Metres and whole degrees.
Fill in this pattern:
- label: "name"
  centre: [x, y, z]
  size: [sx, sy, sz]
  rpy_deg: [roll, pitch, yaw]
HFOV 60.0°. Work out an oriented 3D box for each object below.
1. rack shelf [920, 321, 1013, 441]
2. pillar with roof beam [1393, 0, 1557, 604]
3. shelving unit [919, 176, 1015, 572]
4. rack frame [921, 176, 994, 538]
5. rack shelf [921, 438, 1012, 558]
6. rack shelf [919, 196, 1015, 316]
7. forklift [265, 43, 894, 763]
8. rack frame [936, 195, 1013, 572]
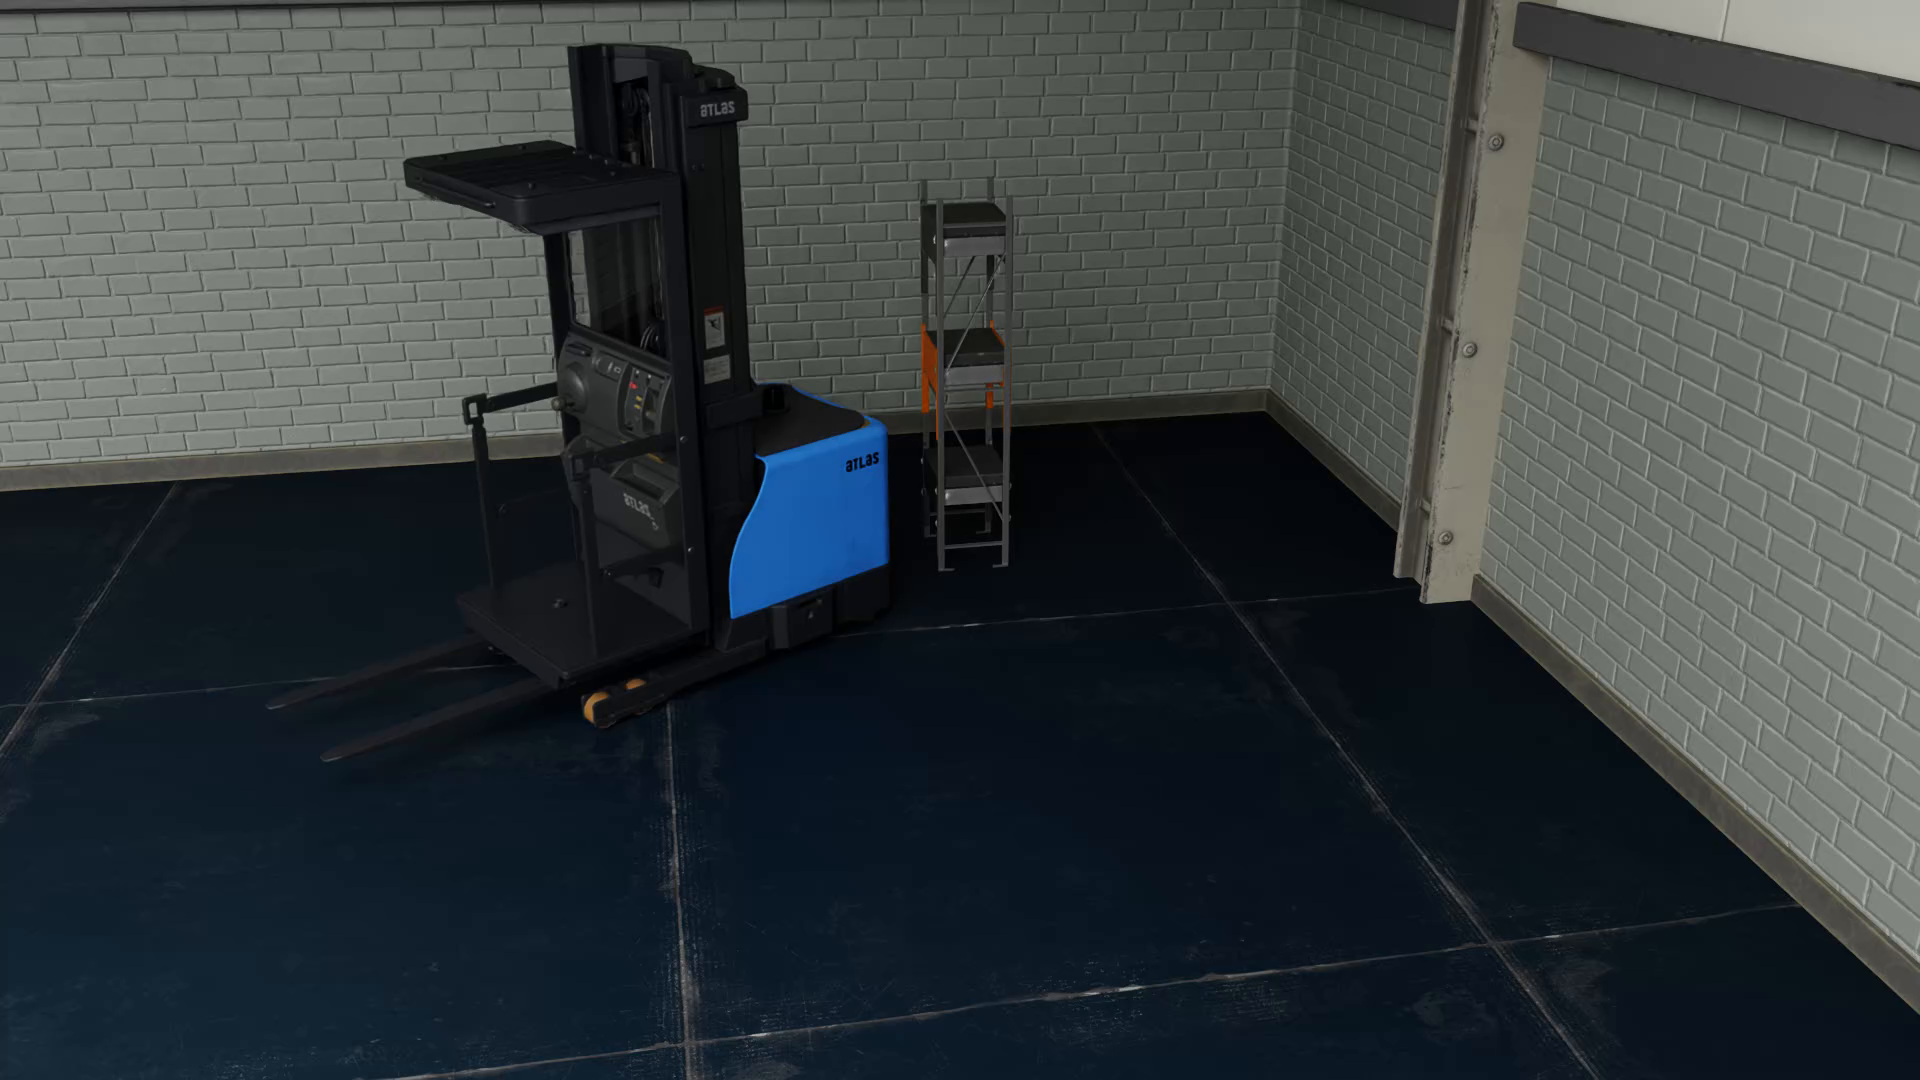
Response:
- label: "rack shelf"
  centre: [0.031, -0.885, 9.186]
  size: [0.431, 0.518, 0.480]
  rpy_deg: [-4, 24, -10]
- label: "pillar with roof beam"
  centre: [-1.619, -3.550, 6.635]
  size: [9.100, 9.000, 0.400]
  rpy_deg: [-4, 24, -10]
- label: "shelving unit"
  centre: [0.031, -0.897, 9.181]
  size: [0.431, 2.100, 0.503]
  rpy_deg: [-4, 24, -10]
- label: "rack frame"
  centre: [-0.015, -0.993, 9.400]
  size: [0.400, 2.100, 0.015]
  rpy_deg: [-4, 24, -10]
- label: "rack shelf"
  centre: [0.031, -0.243, 9.466]
  size: [0.431, 0.518, 0.480]
  rpy_deg: [-4, 24, -10]
- label: "rack shelf"
  centre: [0.031, -1.526, 8.906]
  size: [0.431, 0.518, 0.480]
  rpy_deg: [-4, 24, -10]
- label: "forklift"
  centre: [-1.786, -0.703, 7.698]
  size: [3.031, 2.935, 1.130]
  rpy_deg: [-20, 30, -38]
- label: "rack frame"
  centre: [0.076, -0.801, 8.961]
  size: [0.400, 2.100, 0.015]
  rpy_deg: [-4, 24, -10]
